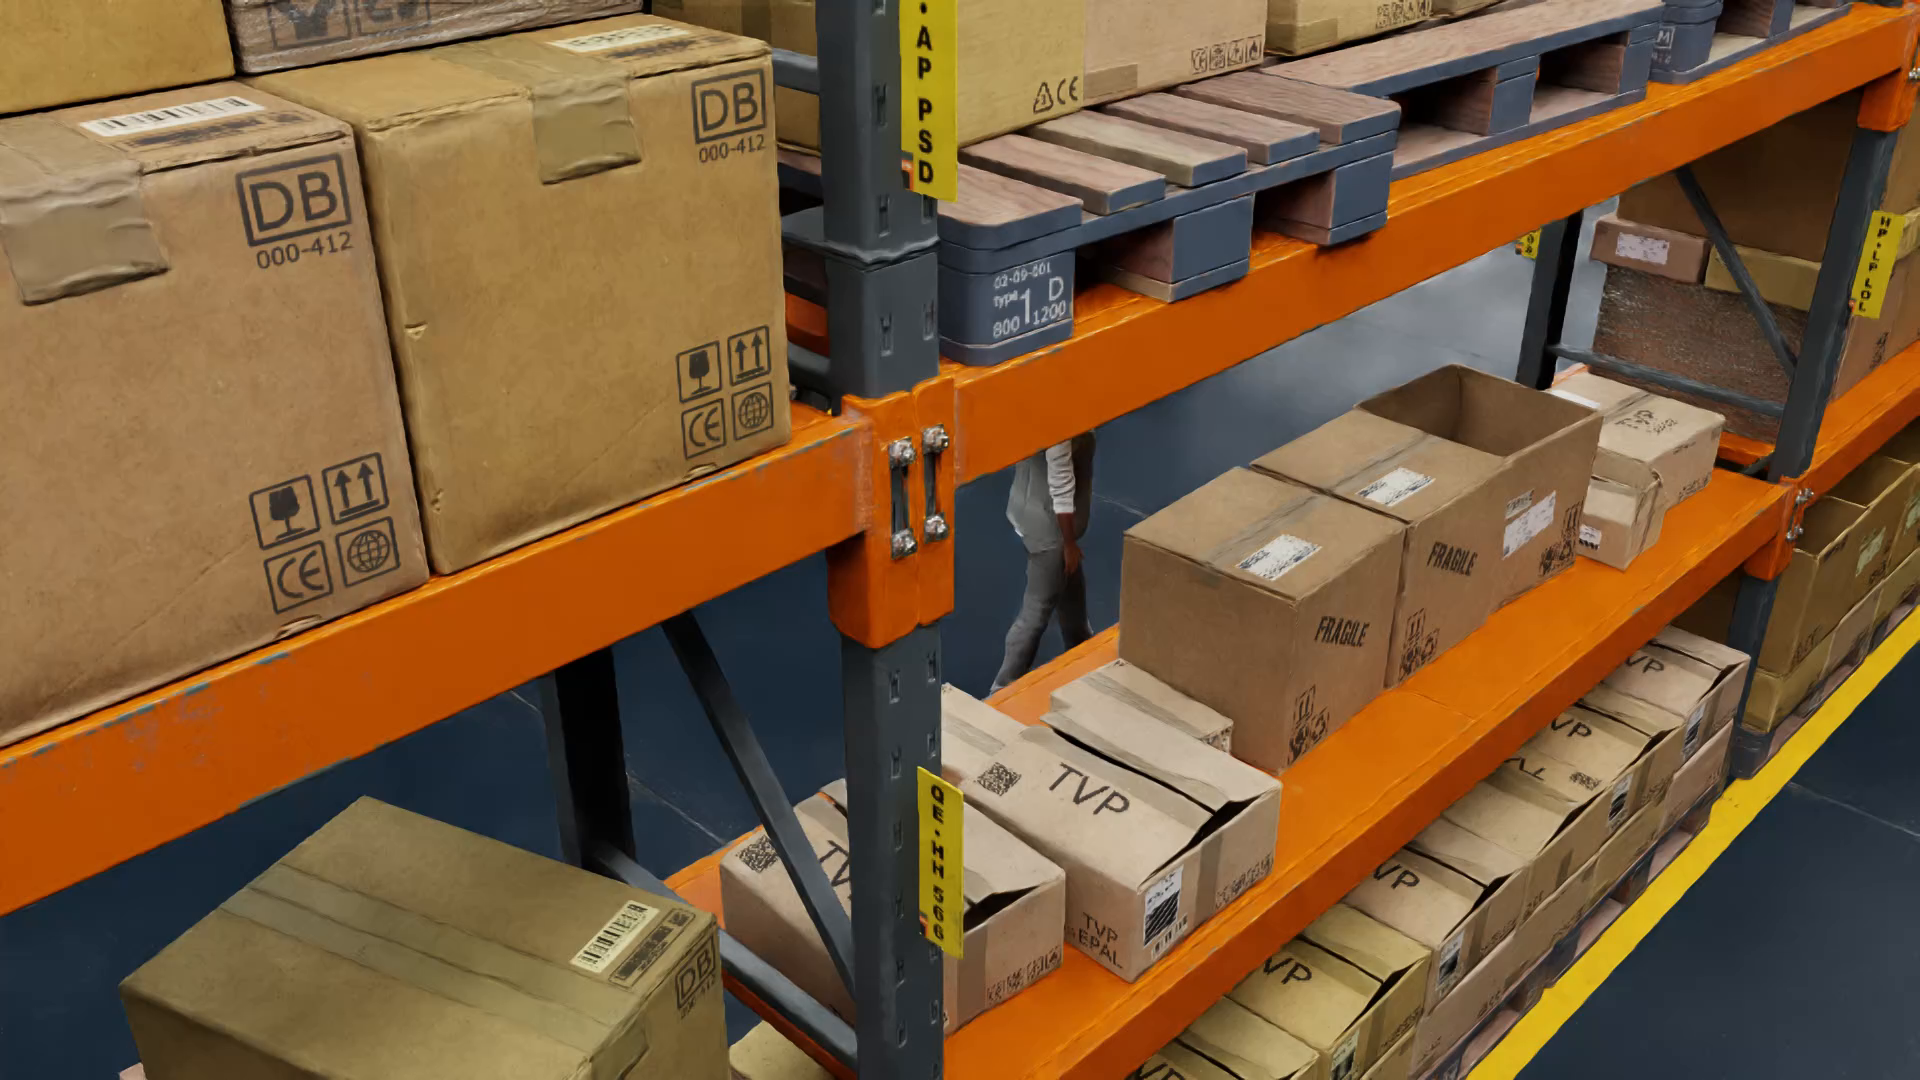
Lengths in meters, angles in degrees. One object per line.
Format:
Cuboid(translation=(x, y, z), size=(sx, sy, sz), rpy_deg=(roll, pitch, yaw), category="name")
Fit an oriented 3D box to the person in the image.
Cuboid(translation=(0.426, -0.070, 6.247), size=(0.664, 1.590, 0.402), rpy_deg=(-8, 29, -15), category="person")
